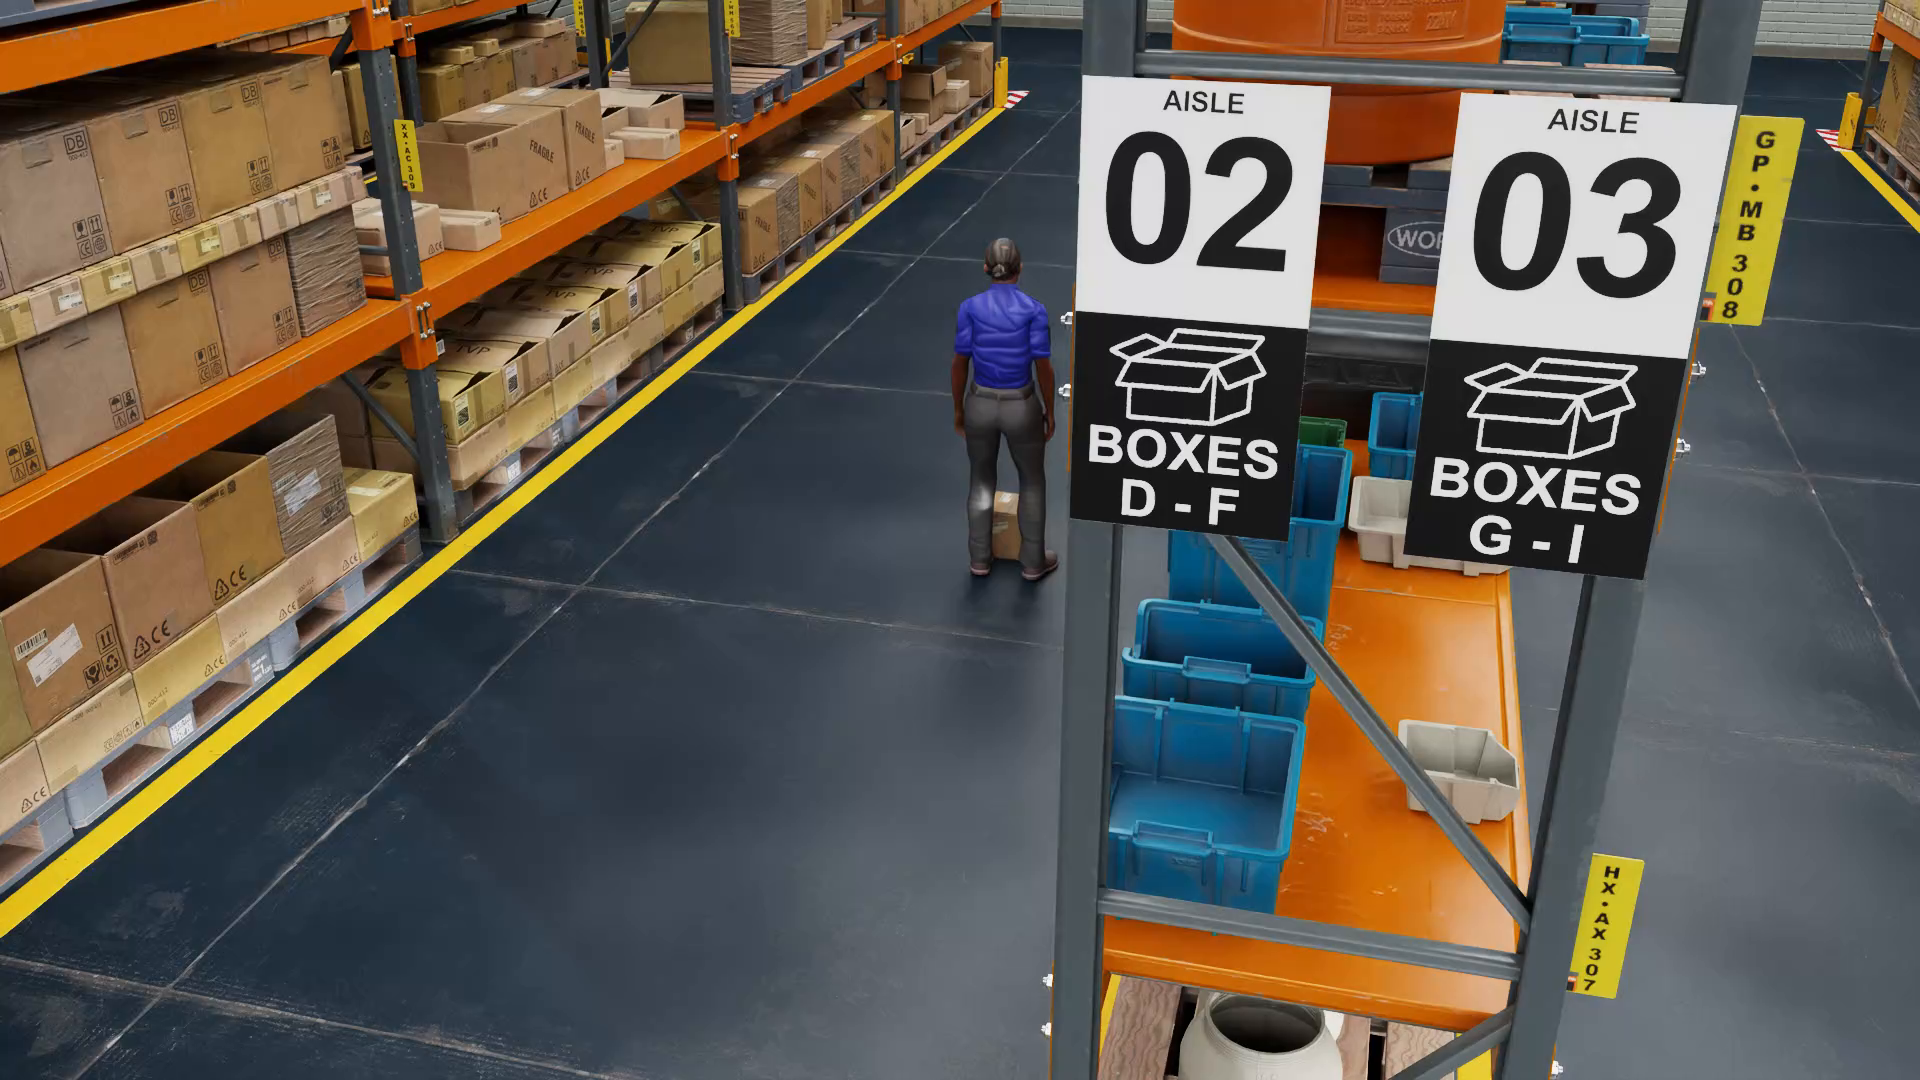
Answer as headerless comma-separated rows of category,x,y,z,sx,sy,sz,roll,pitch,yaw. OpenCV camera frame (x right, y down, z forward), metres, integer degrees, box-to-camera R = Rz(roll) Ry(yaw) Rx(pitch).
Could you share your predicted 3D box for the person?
person,0.221,-0.589,7.890,0.515,1.621,0.349,5,26,11
